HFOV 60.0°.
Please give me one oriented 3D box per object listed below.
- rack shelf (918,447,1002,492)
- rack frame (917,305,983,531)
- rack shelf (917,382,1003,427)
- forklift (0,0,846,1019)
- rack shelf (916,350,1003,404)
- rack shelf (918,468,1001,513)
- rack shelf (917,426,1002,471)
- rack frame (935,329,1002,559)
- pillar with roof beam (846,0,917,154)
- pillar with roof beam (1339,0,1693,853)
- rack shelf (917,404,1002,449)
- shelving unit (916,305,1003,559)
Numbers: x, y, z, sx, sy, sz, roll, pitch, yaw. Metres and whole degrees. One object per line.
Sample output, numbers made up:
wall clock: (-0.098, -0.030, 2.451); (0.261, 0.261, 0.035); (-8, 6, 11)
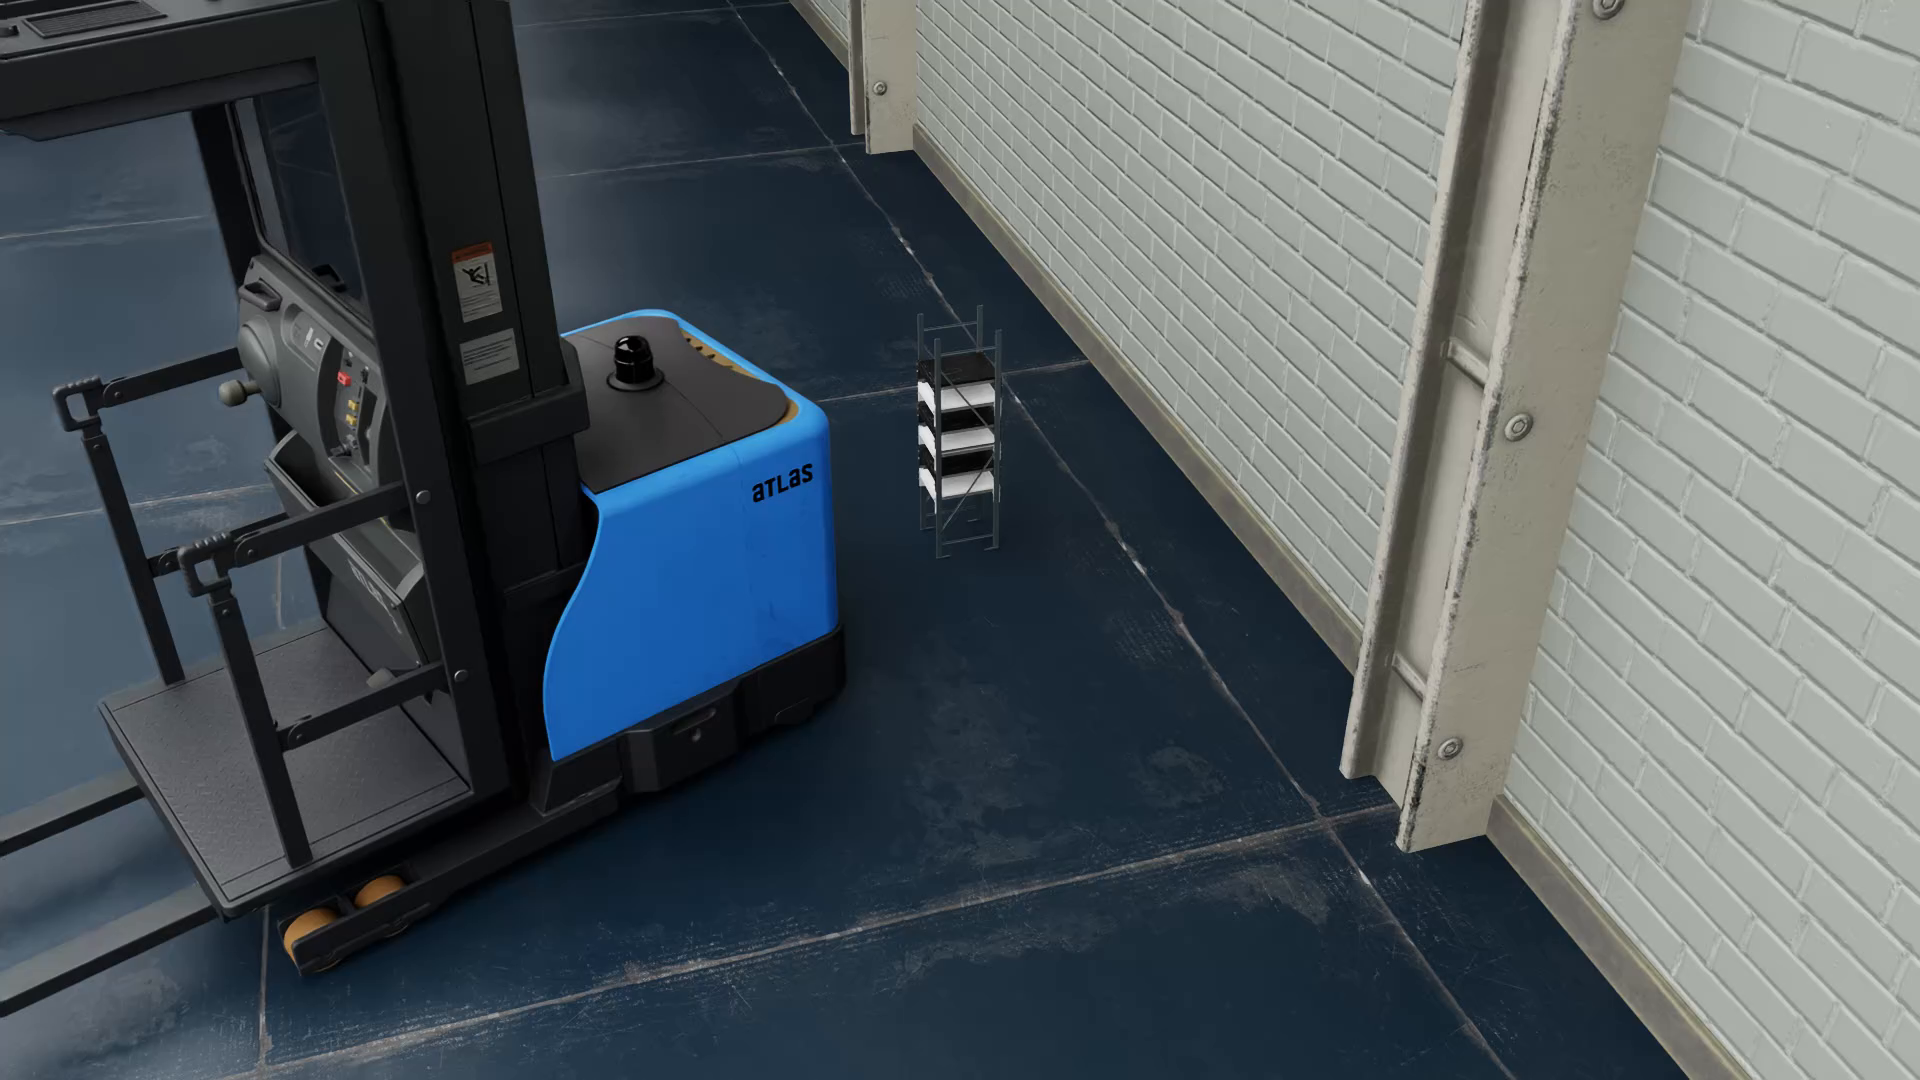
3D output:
rack shelf: (-0.002, -0.277, 6.076); (0.258, 0.077, 0.200); (-10, 35, -15)
rack frame: (-0.033, -0.433, 6.089); (0.240, 0.900, 0.006); (-10, 35, -15)
rack shelf: (-0.002, -0.502, 5.928); (0.258, 0.077, 0.200); (-10, 35, -15)
forklift: (-1.829, -0.389, 4.180); (3.031, 2.935, 1.130); (-25, 41, -32)
rack shelf: (-0.002, -0.577, 5.878); (0.258, 0.077, 0.200); (-10, 35, -15)
rack shelf: (-0.002, -0.202, 6.126); (0.258, 0.077, 0.200); (-10, 35, -15)
rack shelf: (-0.002, -0.352, 6.027); (0.258, 0.077, 0.200); (-10, 35, -15)
rack frame: (0.029, -0.326, 5.928); (0.240, 0.900, 0.006); (-10, 35, -15)
pillar with roof beam: (-4.545, -5.394, 6.250); (9.100, 9.000, 0.400); (-10, 35, -15)
pillar with roof beam: (-2.715, -2.243, 1.482); (9.100, 9.000, 0.400); (-10, 35, -15)
rack shelf: (-0.002, -0.427, 5.977); (0.258, 0.077, 0.200); (-10, 35, -15)
shelving unit: (-0.002, -0.380, 6.008); (0.258, 0.900, 0.210); (-10, 35, -15)
